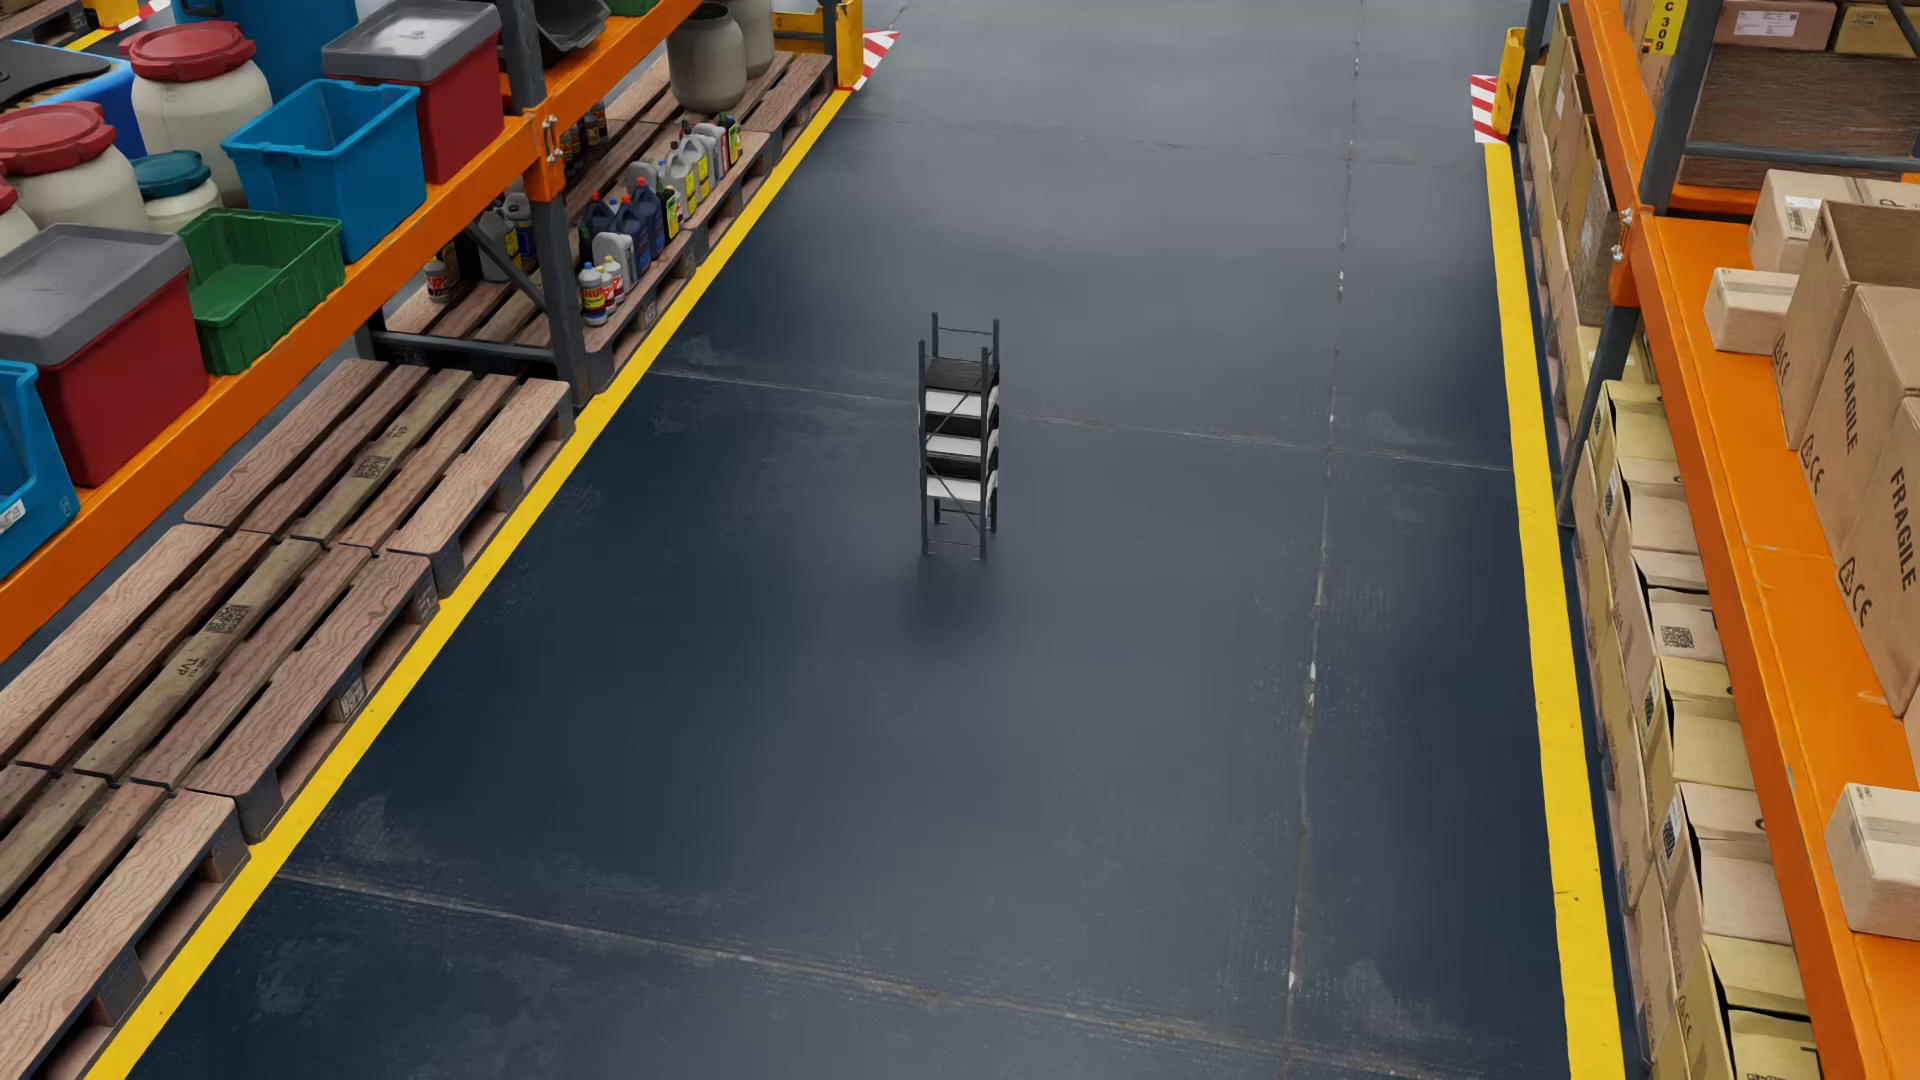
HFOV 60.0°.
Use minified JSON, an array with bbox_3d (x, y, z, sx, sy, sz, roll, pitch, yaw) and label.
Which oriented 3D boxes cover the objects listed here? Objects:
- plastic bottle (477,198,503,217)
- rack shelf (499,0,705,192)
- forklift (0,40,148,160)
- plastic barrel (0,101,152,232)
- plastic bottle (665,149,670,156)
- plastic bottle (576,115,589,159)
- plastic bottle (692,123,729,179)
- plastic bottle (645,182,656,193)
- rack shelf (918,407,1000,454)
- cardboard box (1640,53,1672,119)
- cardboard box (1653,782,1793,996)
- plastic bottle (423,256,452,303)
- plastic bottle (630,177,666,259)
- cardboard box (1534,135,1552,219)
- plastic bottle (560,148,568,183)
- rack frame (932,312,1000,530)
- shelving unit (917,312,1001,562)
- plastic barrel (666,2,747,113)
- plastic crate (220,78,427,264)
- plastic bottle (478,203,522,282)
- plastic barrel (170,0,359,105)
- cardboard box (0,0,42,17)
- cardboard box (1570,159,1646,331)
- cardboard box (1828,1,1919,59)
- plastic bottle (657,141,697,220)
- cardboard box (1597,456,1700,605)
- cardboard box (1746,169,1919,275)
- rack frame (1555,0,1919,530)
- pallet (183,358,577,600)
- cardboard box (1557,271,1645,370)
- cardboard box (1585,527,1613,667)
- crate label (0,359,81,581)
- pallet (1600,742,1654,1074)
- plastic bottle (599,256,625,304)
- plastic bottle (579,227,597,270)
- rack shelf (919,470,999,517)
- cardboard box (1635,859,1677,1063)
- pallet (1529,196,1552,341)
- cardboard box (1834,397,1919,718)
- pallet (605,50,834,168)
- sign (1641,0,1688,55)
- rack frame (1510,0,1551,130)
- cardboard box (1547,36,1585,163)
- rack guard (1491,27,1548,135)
[{"bbox_3d":[-2.171,-1.478,7.616,0.144,0.351,0.185,6,36,8],"label":"plastic bottle"},{"bbox_3d":[-1.641,-2.713,8.050,1.077,0.370,4.000,7,37,10],"label":"rack shelf"},{"bbox_3d":[-5.153,-2.512,7.218,3.031,2.935,1.130,14,38,19],"label":"forklift"},{"bbox_3d":[-2.643,-0.971,4.918,0.433,0.535,0.433,0,36,0],"label":"plastic barrel"},{"bbox_3d":[-1.414,-1.872,8.287,0.097,0.201,0.097,0,36,0],"label":"plastic bottle"},{"bbox_3d":[-1.971,-2.101,8.533,0.061,0.283,0.133,8,37,11],"label":"plastic bottle"},{"bbox_3d":[-1.258,-1.977,8.368,0.152,0.276,0.135,8,37,10],"label":"plastic bottle"},{"bbox_3d":[-1.455,-1.539,7.767,0.097,0.271,0.097,0,36,0],"label":"plastic bottle"},{"bbox_3d":[-0.002,-0.406,5.946,0.258,0.077,0.200,7,37,10],"label":"rack shelf"},{"bbox_3d":[2.965,-1.833,6.138,0.700,0.500,0.500,7,37,9],"label":"cardboard box"},{"bbox_3d":[2.002,0.856,4.020,0.500,0.311,0.500,7,37,10],"label":"cardboard box"},{"bbox_3d":[-2.295,-1.150,7.290,0.097,0.201,0.097,0,36,0],"label":"plastic bottle"},{"bbox_3d":[-1.450,-1.482,7.621,0.144,0.351,0.185,6,36,8],"label":"plastic bottle"},{"bbox_3d":[3.082,-1.731,8.068,0.500,0.250,0.500,7,37,10],"label":"cardboard box"},{"bbox_3d":[-2.021,-1.885,8.304,0.097,0.201,0.097,0,36,0],"label":"plastic bottle"},{"bbox_3d":[0.020,-0.418,6.060,0.240,0.900,0.006,7,37,10],"label":"rack frame"},{"bbox_3d":[-0.002,-0.360,5.979,0.258,0.900,0.210,7,37,10],"label":"shelving unit"},{"bbox_3d":[-1.387,-2.639,9.097,0.421,0.512,0.421,0,36,0],"label":"plastic barrel"},{"bbox_3d":[-2.000,-1.180,5.335,0.392,0.384,0.575,7,37,10],"label":"plastic crate"},{"bbox_3d":[-2.071,-1.350,7.439,0.144,0.351,0.185,7,37,10],"label":"plastic bottle"},{"bbox_3d":[-2.446,-1.877,5.857,0.600,0.901,0.708,7,37,10],"label":"plastic barrel"},{"bbox_3d":[-6.202,-3.574,10.397,0.500,0.500,0.500,14,38,19],"label":"cardboard box"},{"bbox_3d":[2.774,-1.173,6.659,0.500,0.500,0.500,7,37,10],"label":"cardboard box"},{"bbox_3d":[3.017,-1.667,5.357,0.380,0.149,0.250,7,37,10],"label":"cardboard box"},{"bbox_3d":[-1.359,-1.726,7.957,0.144,0.351,0.185,7,37,10],"label":"plastic bottle"},{"bbox_3d":[2.327,-0.026,5.237,0.500,0.311,0.500,7,37,9],"label":"cardboard box"},{"bbox_3d":[2.708,-0.886,5.044,0.500,0.250,0.500,10,37,13],"label":"cardboard box"},{"bbox_3d":[2.770,-1.234,5.397,1.000,3.000,0.127,7,37,10],"label":"rack frame"},{"bbox_3d":[-2.198,-0.273,6.447,1.003,0.211,1.213,7,37,10],"label":"pallet"},{"bbox_3d":[2.772,-0.870,6.879,0.500,0.250,0.500,7,37,10],"label":"cardboard box"},{"bbox_3d":[2.332,0.202,5.401,0.500,0.250,0.500,8,37,11],"label":"cardboard box"},{"bbox_3d":[-2.446,-0.114,3.822,0.502,0.435,0.616,7,37,10],"label":"crate label"},{"bbox_3d":[2.393,1.023,4.658,1.003,0.211,1.213,7,37,10],"label":"pallet"},{"bbox_3d":[-1.528,-1.147,7.286,0.097,0.201,0.097,0,36,0],"label":"plastic bottle"},{"bbox_3d":[-1.634,-1.265,7.380,0.061,0.283,0.133,7,37,10],"label":"plastic bottle"},{"bbox_3d":[-0.002,-0.187,6.105,0.258,0.077,0.200,7,37,10],"label":"rack shelf"},{"bbox_3d":[2.007,1.086,4.181,0.500,0.250,0.500,8,37,11],"label":"cardboard box"},{"bbox_3d":[3.239,-1.258,7.805,1.003,0.211,1.213,7,37,10],"label":"pallet"},{"bbox_3d":[2.258,0.054,3.534,0.500,0.500,0.500,5,36,7],"label":"cardboard box"},{"bbox_3d":[-1.363,-2.507,9.529,1.003,0.211,1.213,7,37,10],"label":"pallet"},{"bbox_3d":[2.228,-1.686,5.215,0.100,0.325,0.005,7,37,10],"label":"sign"},{"bbox_3d":[3.625,-3.528,8.561,1.000,3.000,0.127,7,37,10],"label":"rack frame"},{"bbox_3d":[3.094,-2.033,7.846,0.500,0.500,0.500,7,37,10],"label":"cardboard box"},{"bbox_3d":[3.630,-2.529,9.314,1.175,0.500,0.348,7,37,10],"label":"rack guard"}]
